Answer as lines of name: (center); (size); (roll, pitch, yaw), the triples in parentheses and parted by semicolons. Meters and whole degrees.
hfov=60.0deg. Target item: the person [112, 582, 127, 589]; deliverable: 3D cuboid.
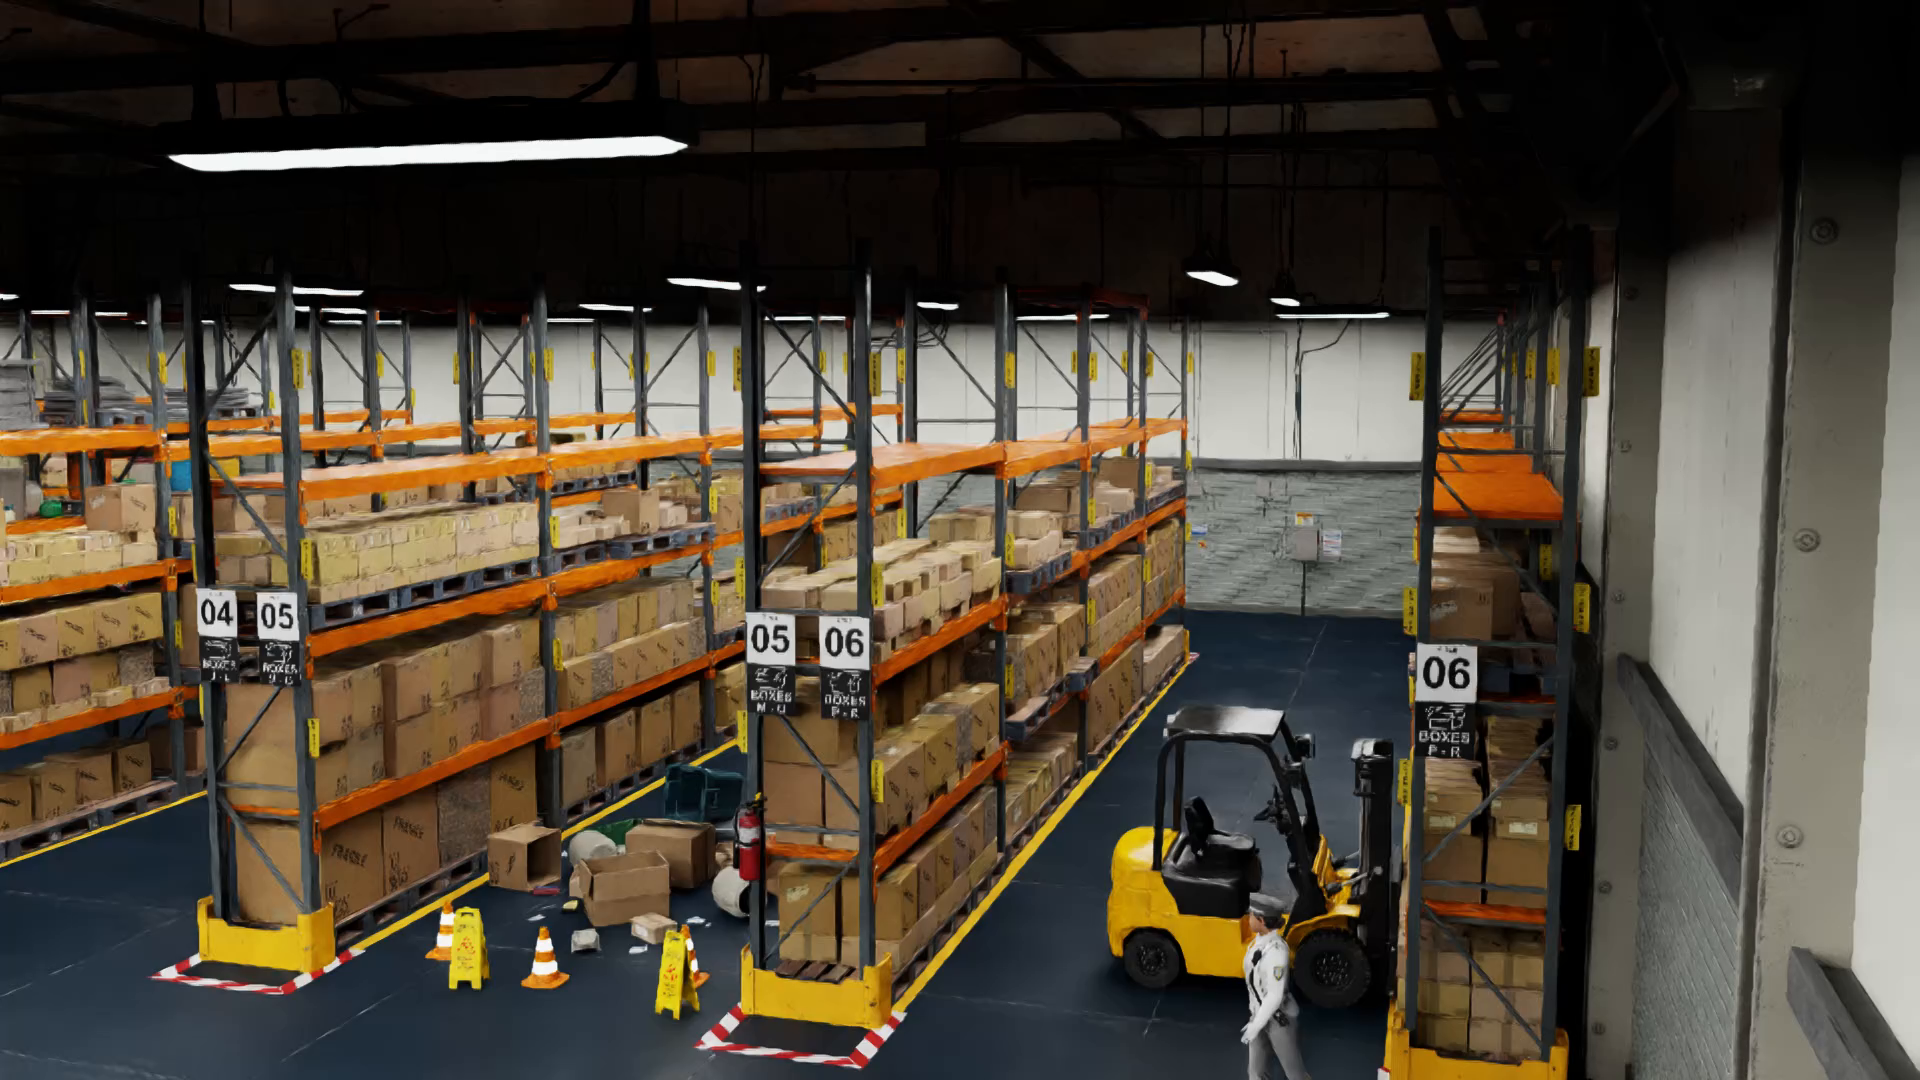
person: (-14.078, 1.224, 28.103); (0.610, 1.628, 0.506); (2, 7, 14)

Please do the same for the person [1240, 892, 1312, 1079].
person: (2.076, 3.133, 10.876); (0.681, 1.658, 0.496); (-1, 7, -11)
